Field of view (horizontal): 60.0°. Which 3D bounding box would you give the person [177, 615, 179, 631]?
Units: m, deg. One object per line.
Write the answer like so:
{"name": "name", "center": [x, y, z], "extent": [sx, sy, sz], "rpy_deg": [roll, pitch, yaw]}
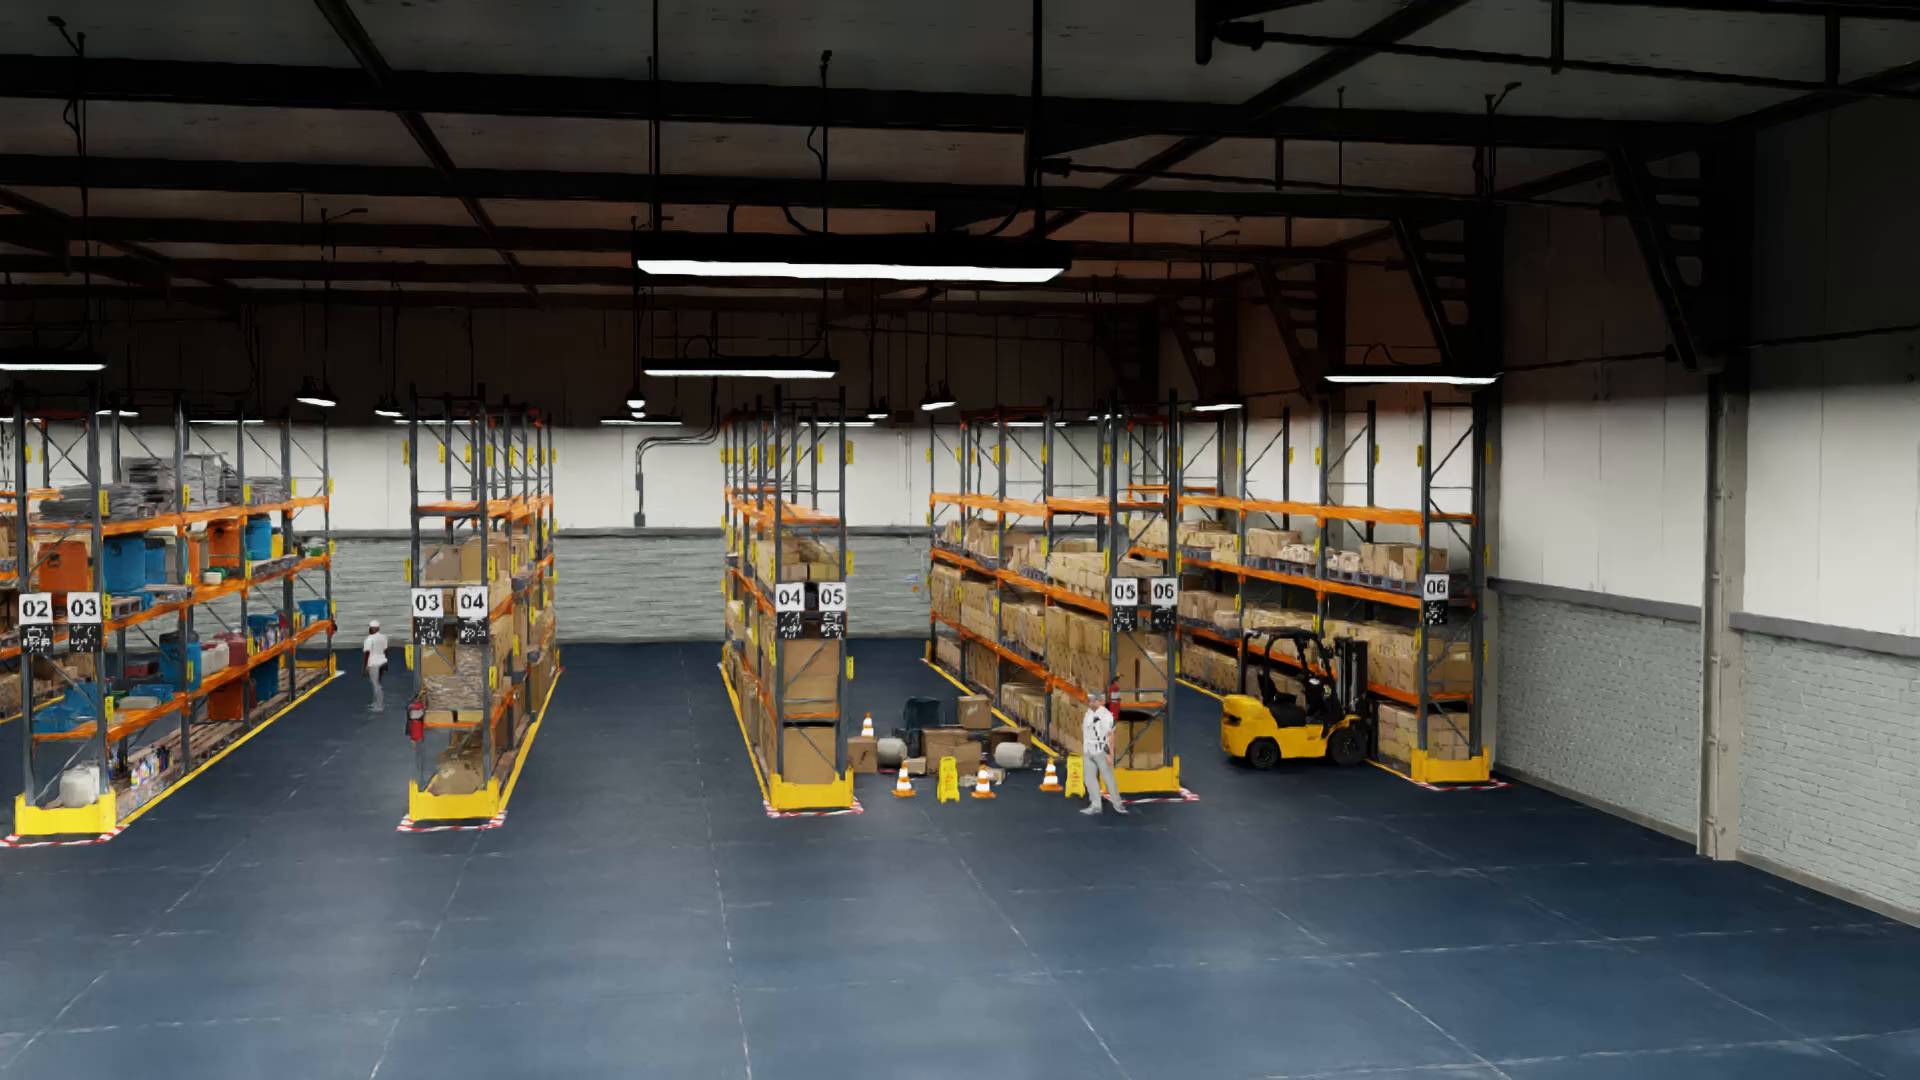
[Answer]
{"name": "person", "center": [-17.015, 2.231, 36.563], "extent": [0.391, 1.793, 0.672], "rpy_deg": [-1, 3, -19]}

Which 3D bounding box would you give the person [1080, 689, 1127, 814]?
{"name": "person", "center": [1.996, 2.959, 23.275], "extent": [0.569, 1.741, 0.656], "rpy_deg": [-2, 4, -39]}

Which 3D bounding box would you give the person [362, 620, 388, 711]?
{"name": "person", "center": [-11.508, 2.450, 32.669], "extent": [0.576, 1.764, 0.664], "rpy_deg": [1, 3, 16]}

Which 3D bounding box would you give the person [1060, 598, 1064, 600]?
{"name": "person", "center": [2.377, 2.170, 38.623], "extent": [0.590, 1.719, 0.668], "rpy_deg": [1, 3, 11]}
